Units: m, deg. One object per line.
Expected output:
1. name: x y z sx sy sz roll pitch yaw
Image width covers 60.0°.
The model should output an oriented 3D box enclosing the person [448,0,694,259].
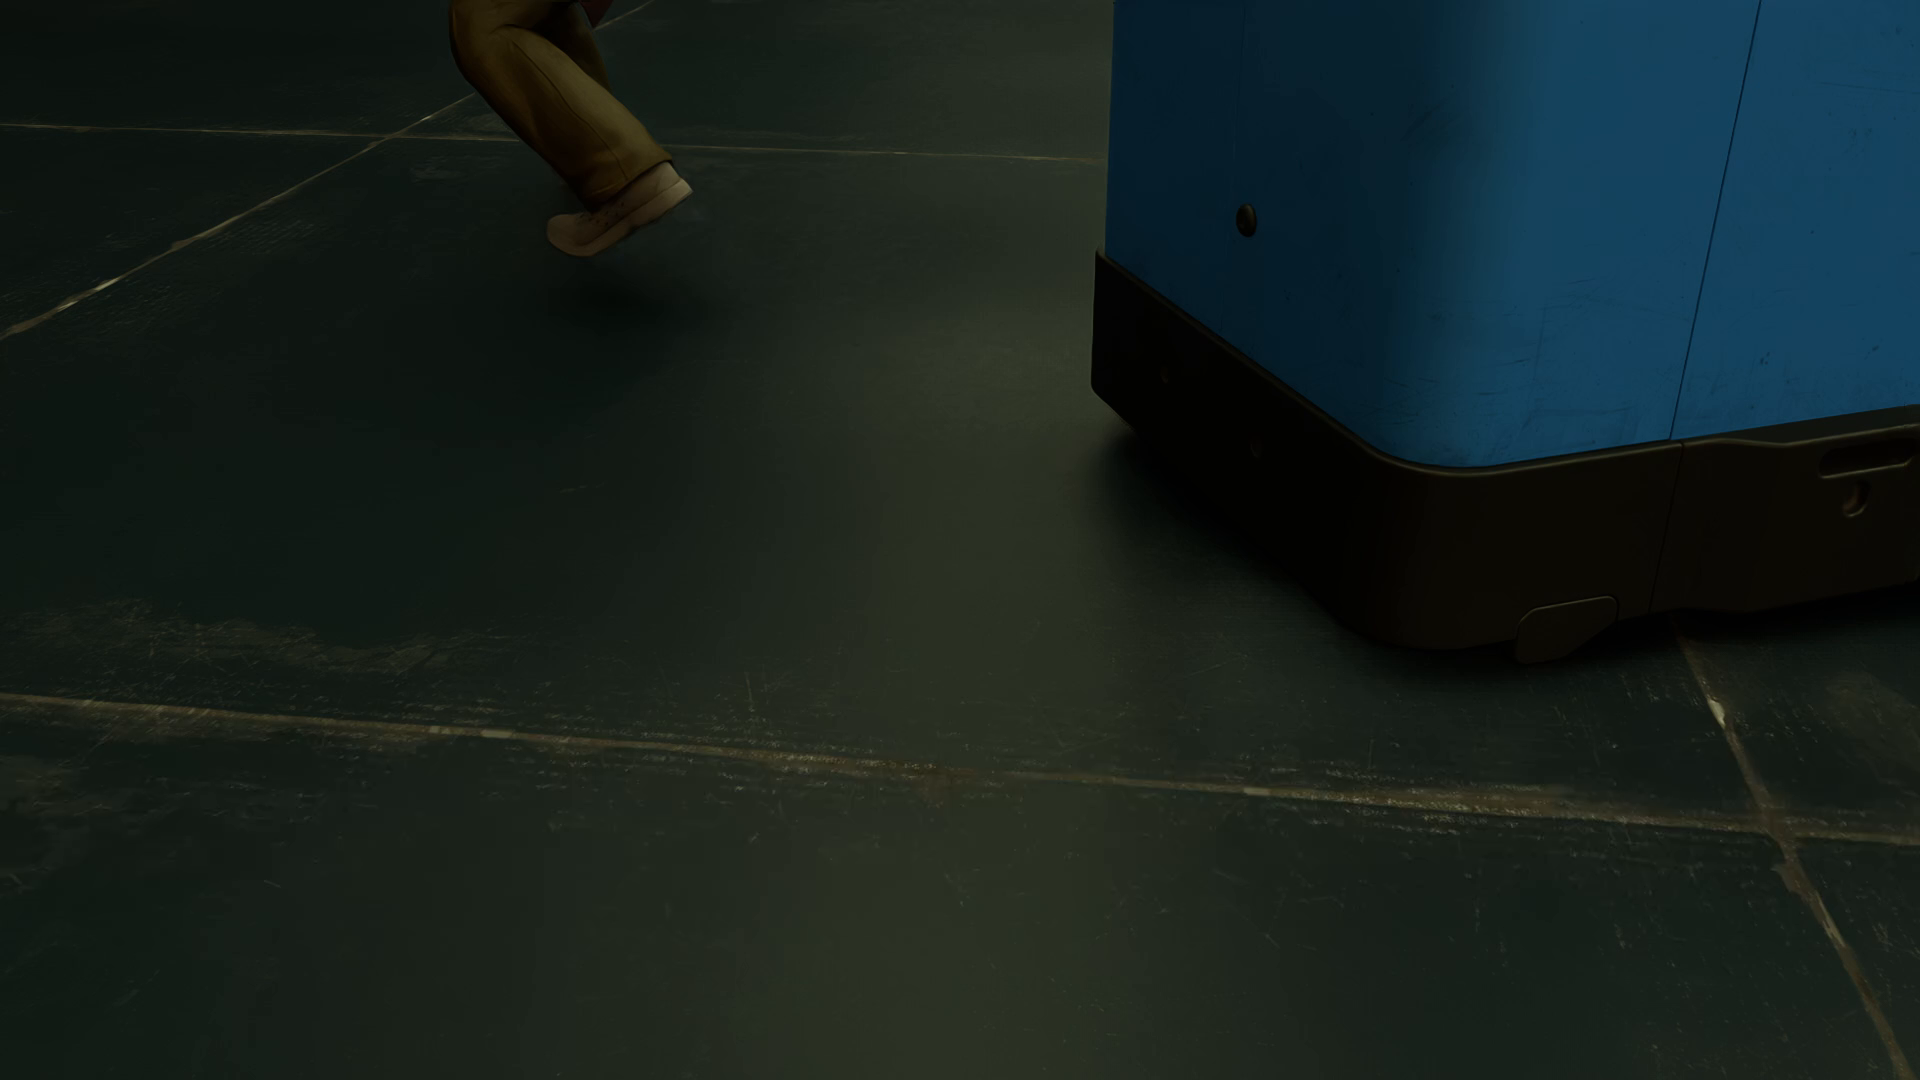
1. person: -0.824 -1.461 3.714 0.567 1.682 1.222 1 27 1

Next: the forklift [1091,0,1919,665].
1. forklift: 1.801 -1.530 2.285 3.031 2.935 1.130 -8 28 -16
